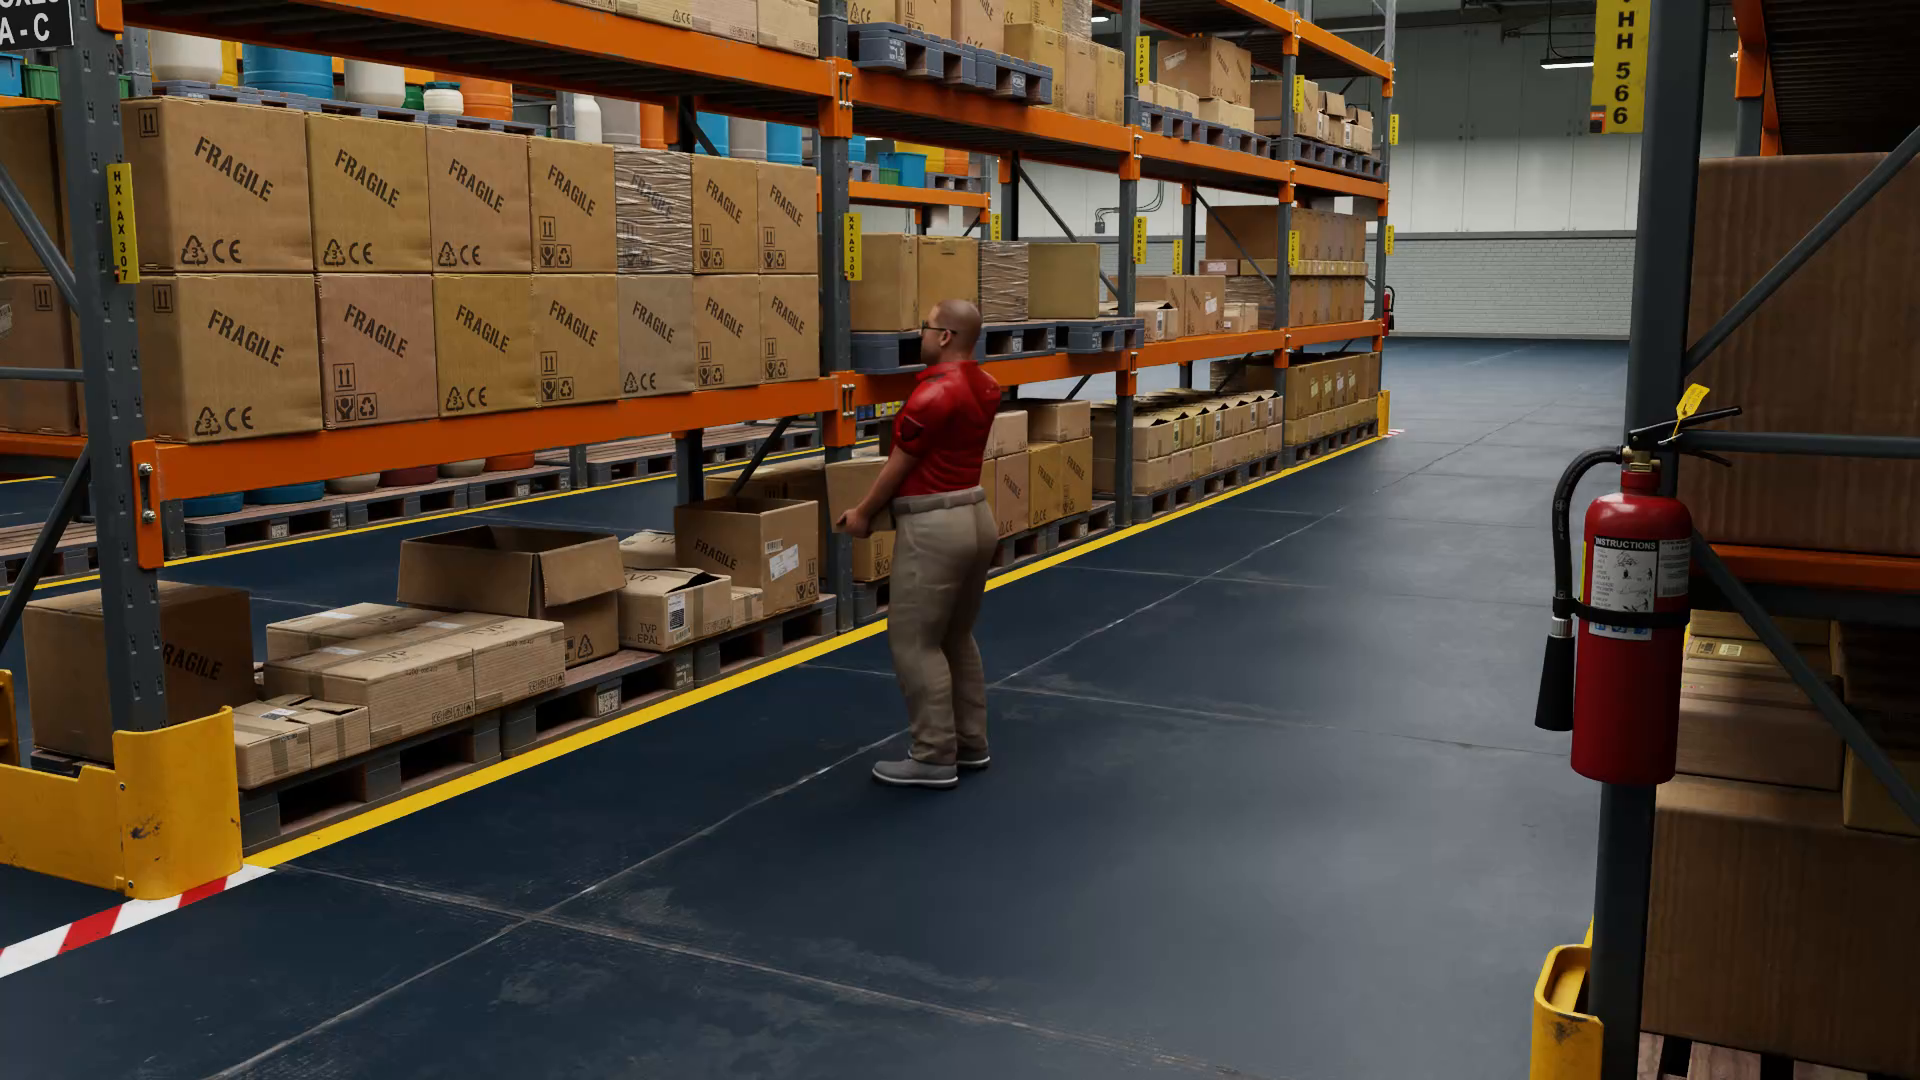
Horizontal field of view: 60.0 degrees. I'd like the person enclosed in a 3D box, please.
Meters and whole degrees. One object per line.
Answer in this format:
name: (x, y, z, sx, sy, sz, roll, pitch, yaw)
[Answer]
person: (-0.157, 0.002, 5.943, 0.531, 1.713, 0.494, 5, 10, 27)
